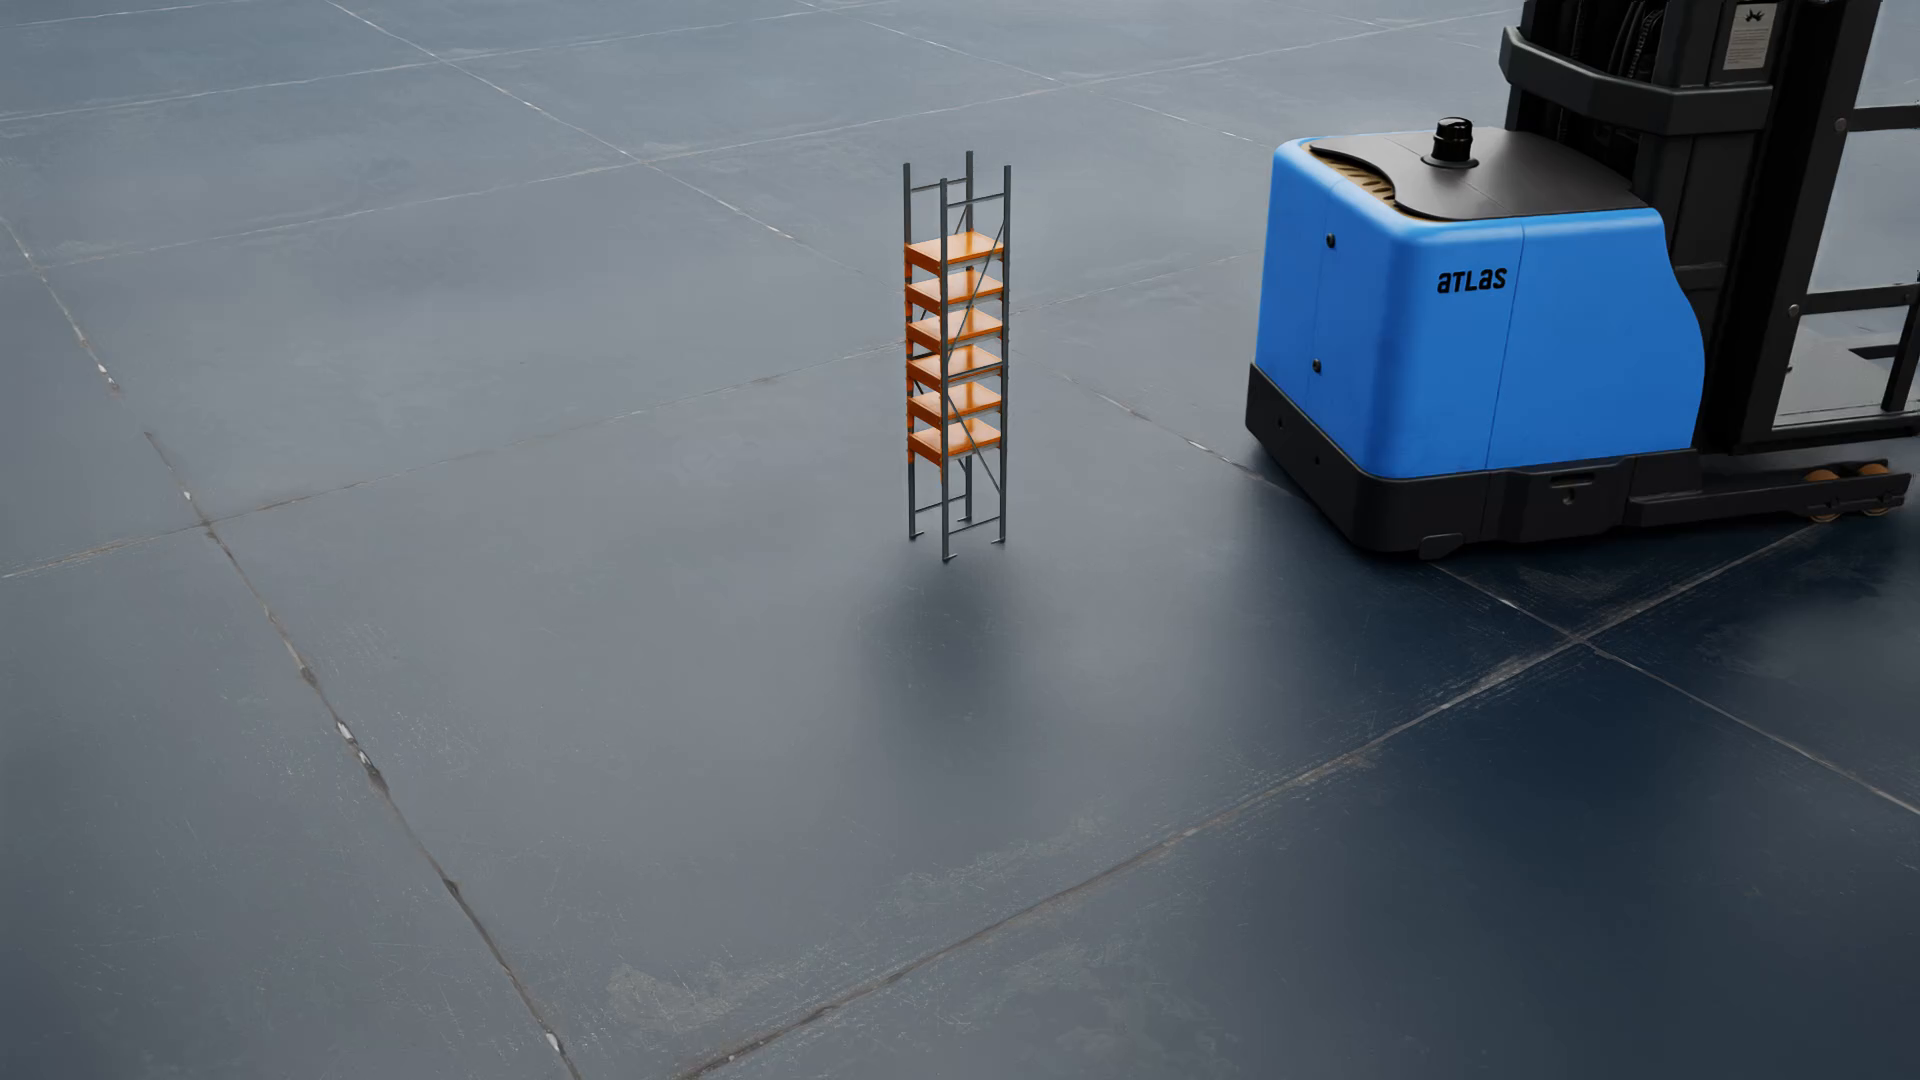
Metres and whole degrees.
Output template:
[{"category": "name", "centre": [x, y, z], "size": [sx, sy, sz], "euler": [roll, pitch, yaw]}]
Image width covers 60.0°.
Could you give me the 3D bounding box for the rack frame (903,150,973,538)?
[{"category": "rack frame", "centre": [-0.061, -0.568, 5.040], "size": [0.240, 1.200, 0.006], "euler": [-19, 34, -31]}]

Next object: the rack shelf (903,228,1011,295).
[{"category": "rack shelf", "centre": [-0.008, -0.810, 4.823], "size": [0.258, 0.103, 0.180], "euler": [-19, 34, -31]}]

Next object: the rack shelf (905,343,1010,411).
[{"category": "rack shelf", "centre": [-0.008, -0.494, 4.995], "size": [0.258, 0.103, 0.180], "euler": [-19, 34, -31]}]

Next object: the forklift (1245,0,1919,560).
[{"category": "forklift", "centre": [2.574, -1.583, 5.094], "size": [3.031, 2.935, 1.130], "euler": [-6, 29, -11]}]

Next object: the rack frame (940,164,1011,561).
[{"category": "rack frame", "centre": [0.045, -0.497, 4.909], "size": [0.240, 1.200, 0.006], "euler": [-19, 34, -31]}]

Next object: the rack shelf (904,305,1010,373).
[{"category": "rack shelf", "centre": [-0.008, -0.599, 4.938], "size": [0.258, 0.103, 0.180], "euler": [-19, 34, -31]}]

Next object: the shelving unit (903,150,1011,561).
[{"category": "shelving unit", "centre": [-0.008, -0.533, 4.974], "size": [0.258, 1.200, 0.189], "euler": [-19, 34, -31]}]

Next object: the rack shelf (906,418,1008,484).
[{"category": "rack shelf", "centre": [-0.008, -0.283, 5.110], "size": [0.258, 0.103, 0.180], "euler": [-19, 34, -31]}]

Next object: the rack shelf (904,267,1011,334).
[{"category": "rack shelf", "centre": [-0.008, -0.705, 4.881], "size": [0.258, 0.103, 0.180], "euler": [-19, 34, -31]}]

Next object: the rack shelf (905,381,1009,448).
[{"category": "rack shelf", "centre": [-0.008, -0.388, 5.052], "size": [0.258, 0.103, 0.180], "euler": [-19, 34, -31]}]
